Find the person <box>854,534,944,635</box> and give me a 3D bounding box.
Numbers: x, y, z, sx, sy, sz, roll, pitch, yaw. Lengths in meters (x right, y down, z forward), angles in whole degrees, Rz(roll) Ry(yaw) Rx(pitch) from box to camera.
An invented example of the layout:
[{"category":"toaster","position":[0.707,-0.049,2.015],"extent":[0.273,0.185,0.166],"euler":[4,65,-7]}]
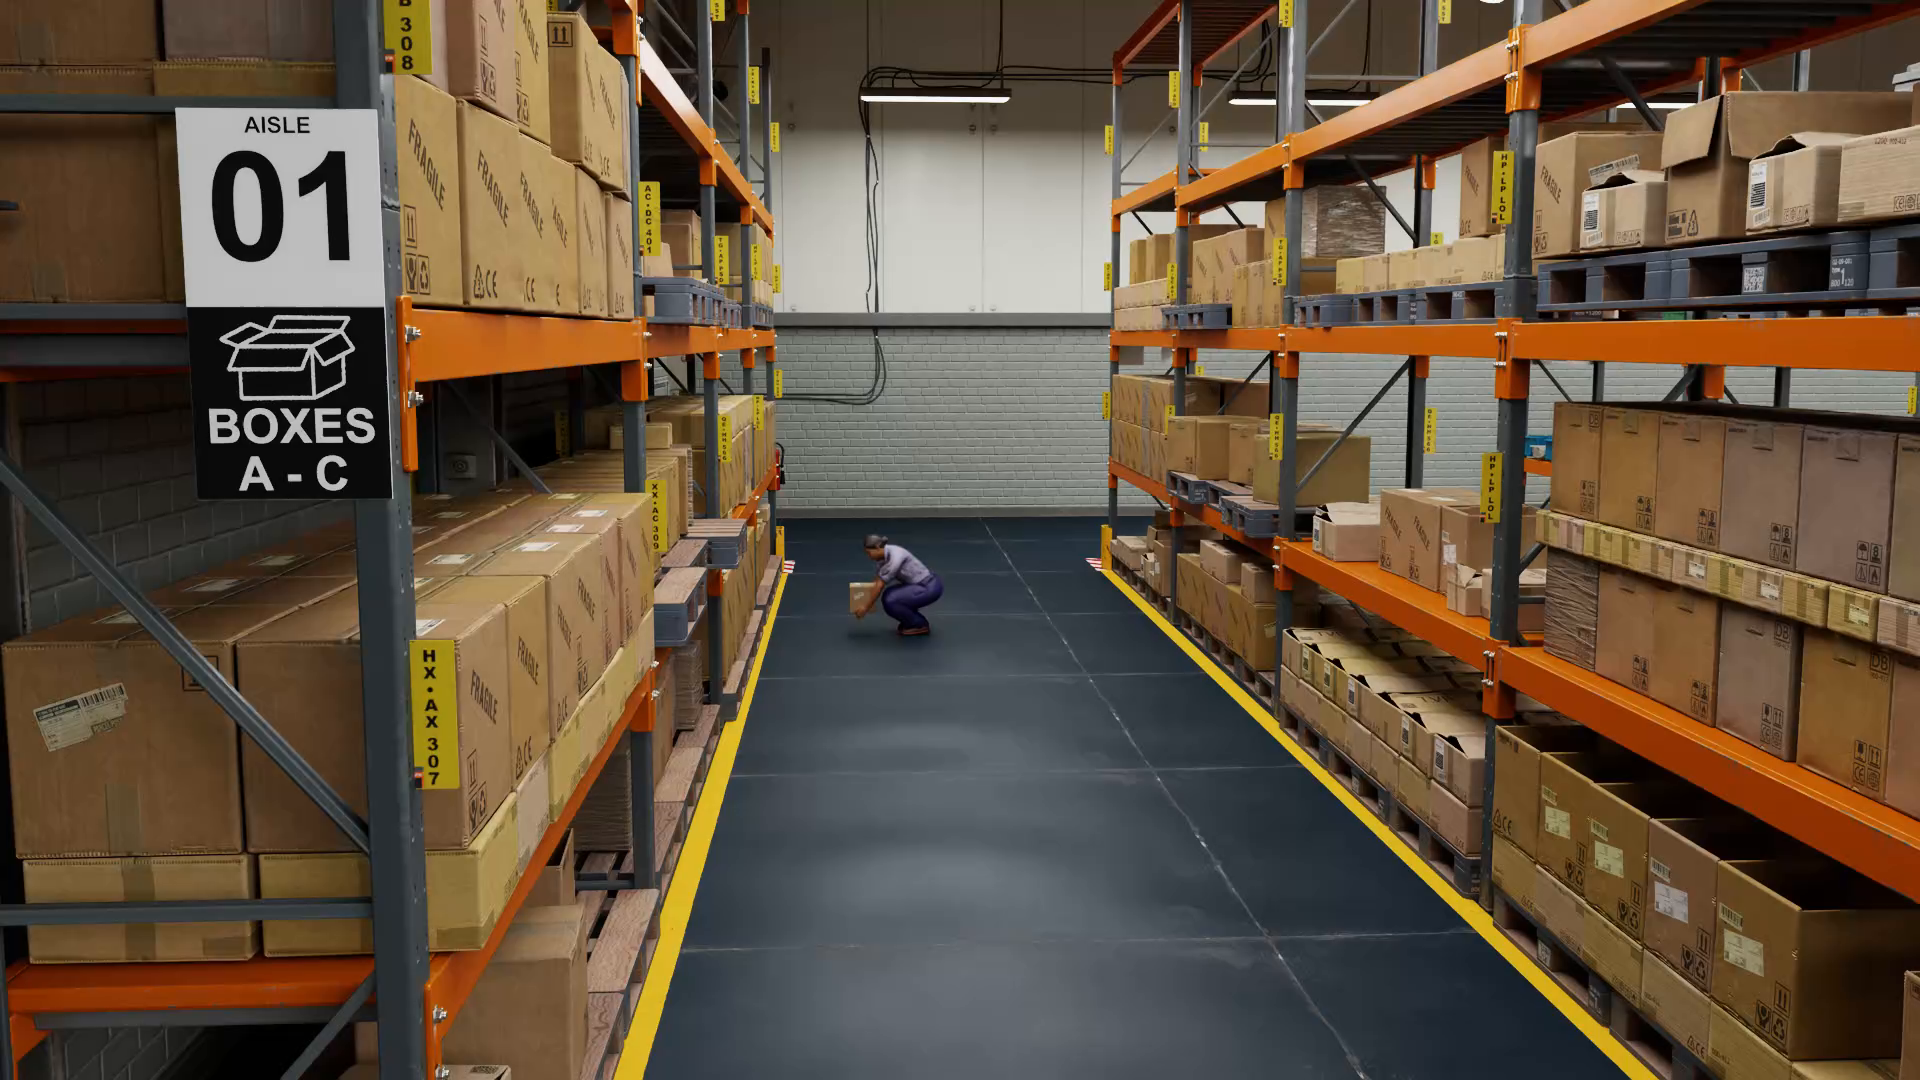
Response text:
[{"category":"person","position":[-0.573,0.409,15.489],"extent":[0.836,0.933,0.516],"euler":[-1,7,-5]}]
